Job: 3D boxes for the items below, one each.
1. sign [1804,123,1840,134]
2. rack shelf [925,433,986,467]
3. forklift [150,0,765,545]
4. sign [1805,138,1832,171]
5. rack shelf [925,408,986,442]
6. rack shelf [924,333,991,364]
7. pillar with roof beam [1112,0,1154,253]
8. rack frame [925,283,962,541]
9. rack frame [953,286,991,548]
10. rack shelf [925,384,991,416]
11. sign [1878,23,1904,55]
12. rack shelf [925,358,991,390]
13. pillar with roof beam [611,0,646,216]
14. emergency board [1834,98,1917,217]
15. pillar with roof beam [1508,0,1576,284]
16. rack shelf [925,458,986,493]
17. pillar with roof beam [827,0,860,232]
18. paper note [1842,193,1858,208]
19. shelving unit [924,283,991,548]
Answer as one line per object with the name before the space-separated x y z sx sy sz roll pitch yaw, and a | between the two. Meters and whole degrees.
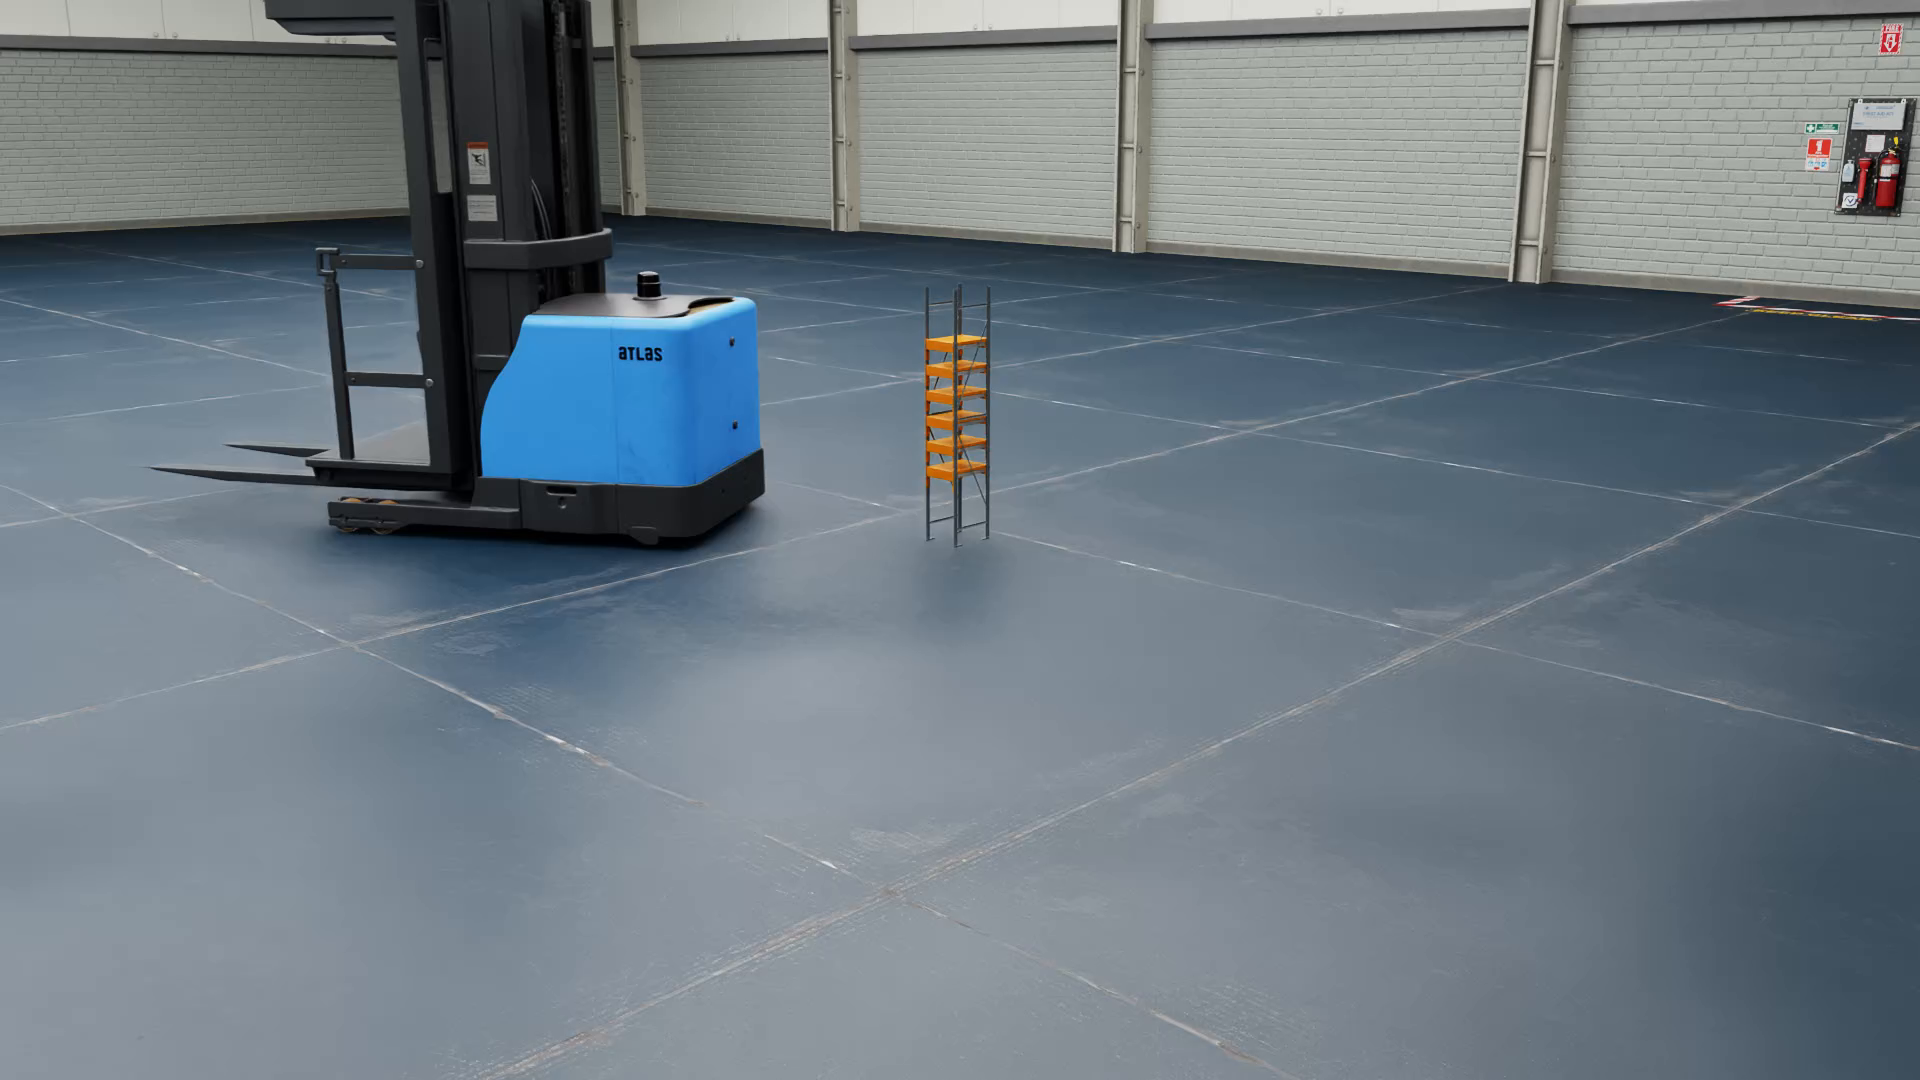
sign | 8.975 -4.287 17.314 0.331 0.109 0.001 14 20 42
rack shelf | -0.010 -0.424 7.832 0.180 0.103 0.258 14 20 42
forklift | -2.580 -1.568 8.138 3.031 2.935 1.130 3 15 13
sign | 8.978 -4.033 17.390 0.234 0.329 0.001 14 20 42
rack shelf | -0.010 -0.540 7.802 0.180 0.103 0.258 14 20 42
rack shelf | -0.010 -0.889 7.711 0.180 0.103 0.258 14 20 42
pillar with roof beam | -0.570 -7.683 19.570 0.400 9.000 9.100 14 20 42
rack frame | -0.076 -0.599 7.852 0.006 1.200 0.240 14 20 42
rack frame | 0.055 -0.567 7.729 0.006 1.200 0.240 14 20 42
rack shelf | -0.010 -0.656 7.771 0.180 0.103 0.258 14 20 42
sign | 9.367 -5.041 16.734 0.199 0.298 0.001 14 20 42
rack shelf | -0.010 -0.772 7.741 0.180 0.103 0.258 14 20 42
pillar with roof beam | -9.208 -9.783 27.630 0.400 9.000 9.100 14 20 42
emergency board | 9.304 -3.900 16.952 0.643 1.169 0.194 14 20 42
pillar with roof beam | 3.749 -6.633 15.540 0.400 9.000 9.100 14 20 42
rack shelf | -0.010 -0.308 7.862 0.180 0.103 0.258 14 20 42
pillar with roof beam | -4.889 -8.733 23.600 0.400 9.000 9.100 14 20 42
paper note | 9.225 -3.517 17.230 0.142 0.148 0.016 14 20 42
shelving unit | -0.010 -0.583 7.791 0.189 1.200 0.258 14 20 42
